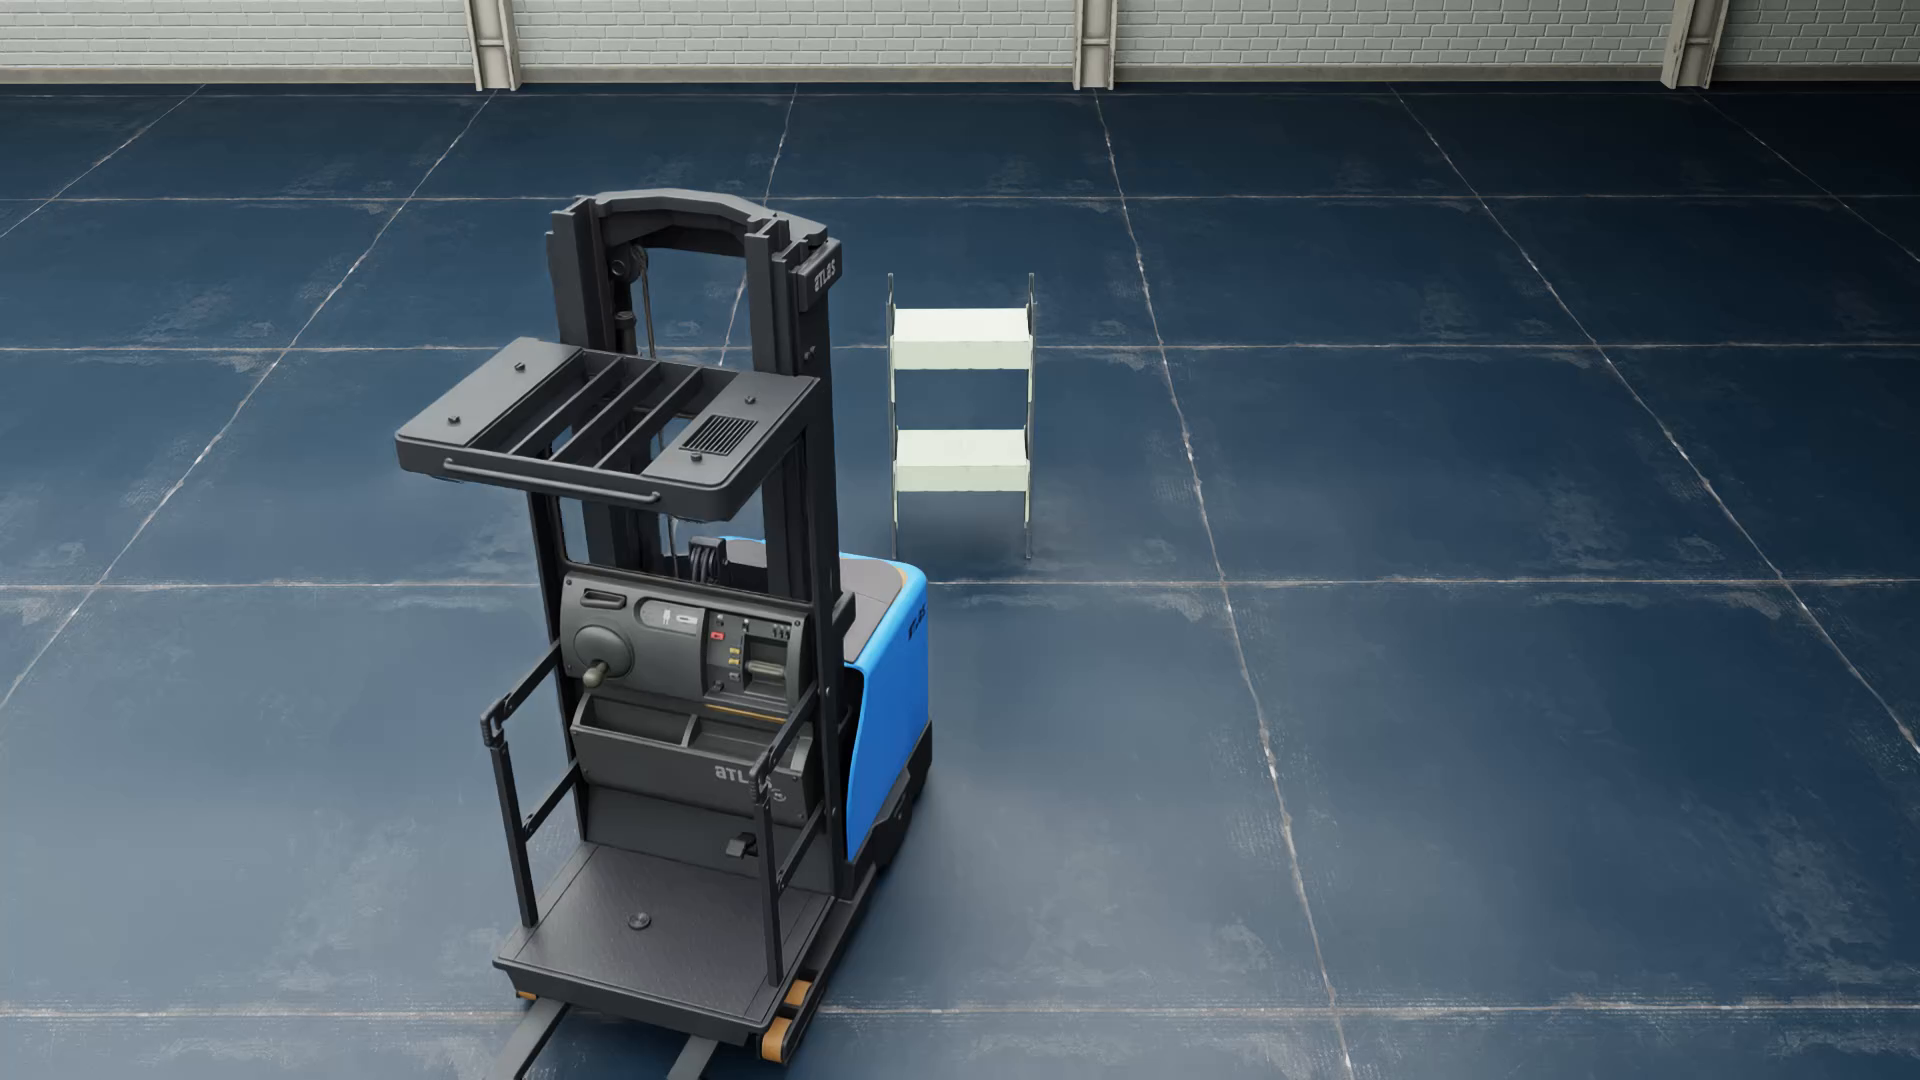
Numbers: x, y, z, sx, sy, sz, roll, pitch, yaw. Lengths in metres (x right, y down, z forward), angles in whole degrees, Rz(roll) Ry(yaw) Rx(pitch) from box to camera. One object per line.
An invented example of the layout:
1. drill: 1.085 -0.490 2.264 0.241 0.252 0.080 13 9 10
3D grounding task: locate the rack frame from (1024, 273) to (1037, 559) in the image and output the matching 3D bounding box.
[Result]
1. rack frame: 0.373 -0.642 8.863 0.023 1.500 0.400 0 31 0

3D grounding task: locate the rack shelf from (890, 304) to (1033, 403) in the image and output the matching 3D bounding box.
1. rack shelf: 0.007 -0.975 8.659 0.720 0.370 0.431 0 31 0

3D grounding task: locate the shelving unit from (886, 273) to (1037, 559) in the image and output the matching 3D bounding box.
1. shelving unit: 0.007 -0.641 8.861 0.755 1.500 0.431 0 31 0

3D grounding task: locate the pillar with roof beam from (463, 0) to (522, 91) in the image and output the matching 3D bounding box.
1. pillar with roof beam: -4.627 -6.202 10.796 0.400 9.000 9.100 0 31 0

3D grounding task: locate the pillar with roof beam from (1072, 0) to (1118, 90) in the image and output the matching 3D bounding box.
1. pillar with roof beam: 1.372 -6.220 10.827 0.400 9.000 9.100 0 31 0

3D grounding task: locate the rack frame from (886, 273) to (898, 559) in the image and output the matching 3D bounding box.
1. rack frame: -0.359 -0.640 8.859 0.023 1.500 0.400 0 31 0

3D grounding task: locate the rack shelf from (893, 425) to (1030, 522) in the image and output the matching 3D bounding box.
1. rack shelf: 0.007 -0.363 9.030 0.720 0.370 0.431 0 31 0

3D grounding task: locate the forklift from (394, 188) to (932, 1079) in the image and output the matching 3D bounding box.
1. forklift: -1.051 0.427 5.720 1.130 2.935 3.031 9 32 15

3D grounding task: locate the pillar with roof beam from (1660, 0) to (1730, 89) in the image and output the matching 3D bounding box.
1. pillar with roof beam: 7.372 -6.239 10.858 0.400 9.000 9.100 0 31 0
